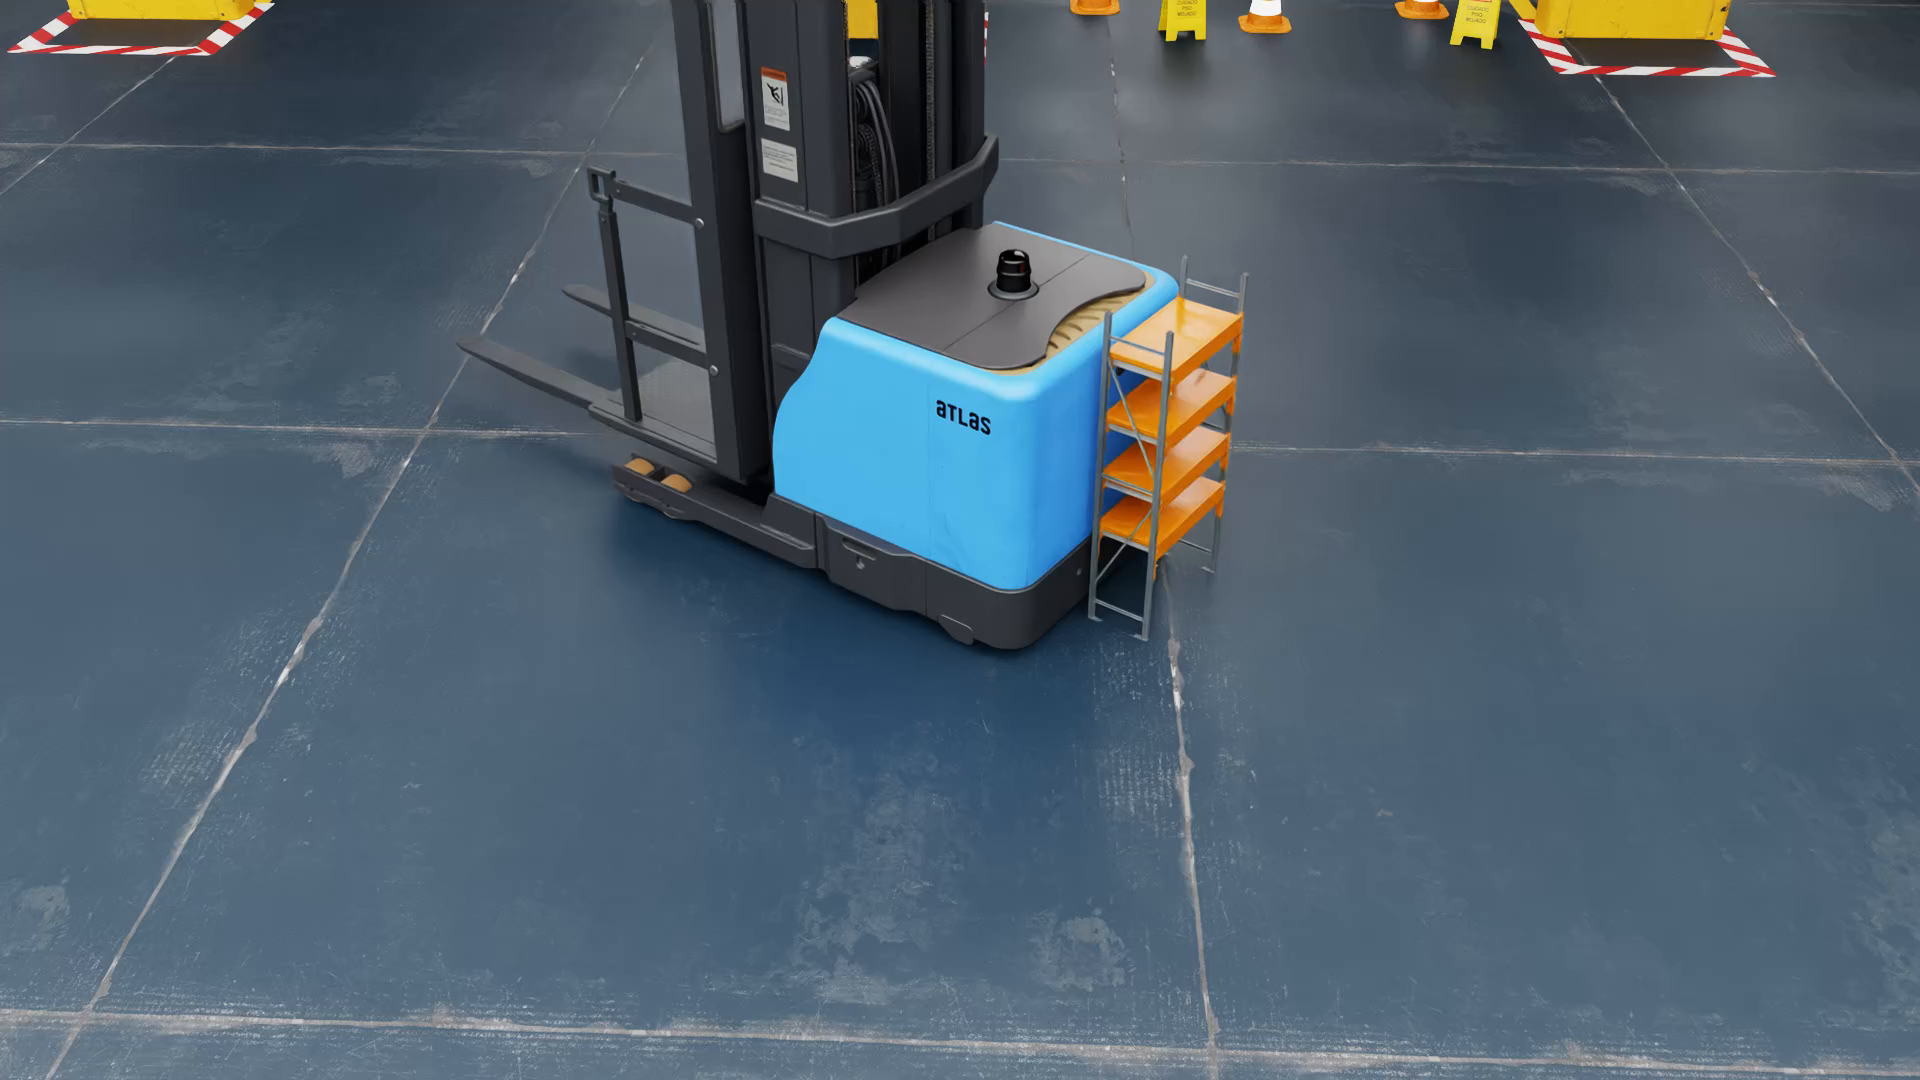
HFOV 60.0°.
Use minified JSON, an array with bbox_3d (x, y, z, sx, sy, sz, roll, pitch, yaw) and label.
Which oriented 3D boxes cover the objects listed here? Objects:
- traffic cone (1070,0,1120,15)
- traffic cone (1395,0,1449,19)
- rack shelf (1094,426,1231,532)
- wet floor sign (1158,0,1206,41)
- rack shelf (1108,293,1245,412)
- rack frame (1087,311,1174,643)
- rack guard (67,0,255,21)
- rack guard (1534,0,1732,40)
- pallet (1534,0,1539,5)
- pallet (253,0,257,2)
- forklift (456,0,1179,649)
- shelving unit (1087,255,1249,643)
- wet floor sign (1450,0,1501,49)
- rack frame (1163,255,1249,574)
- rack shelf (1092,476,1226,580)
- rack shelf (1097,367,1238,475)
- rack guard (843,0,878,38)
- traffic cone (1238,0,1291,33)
[{"bbox_3d":[0.930,-3.869,11.353,0.336,0.463,0.334,1,35,2],"label":"traffic cone"},{"bbox_3d":[3.169,-3.818,11.280,0.336,0.463,0.334,1,35,2],"label":"traffic cone"},{"bbox_3d":[0.693,-0.239,5.664,0.258,0.148,0.480,22,41,28],"label":"rack shelf"},{"bbox_3d":[1.467,-3.609,10.825,0.267,0.644,0.232,-4,35,-6],"label":"wet floor sign"},{"bbox_3d":[0.693,-0.616,5.399,0.258,0.148,0.480,22,41,28],"label":"rack shelf"},{"bbox_3d":[0.551,-0.180,5.463,0.240,1.200,0.015,22,41,28],"label":"rack frame"},{"bbox_3d":[-5.459,-3.829,11.263,1.175,0.500,0.348,1,35,2],"label":"rack guard"},{"bbox_3d":[4.443,-3.600,10.937,1.175,0.500,0.348,1,35,2],"label":"rack guard"},{"bbox_3d":[4.511,-3.947,11.683,1.003,0.211,1.213,1,35,2],"label":"pallet"},{"bbox_3d":[-5.391,-4.176,12.009,1.003,0.211,1.213,1,35,2],"label":"pallet"},{"bbox_3d":[-0.725,-1.503,5.839,3.031,2.935,1.130,23,41,29],"label":"forklift"},{"bbox_3d":[0.693,-0.294,5.625,0.258,1.200,0.503,22,41,28],"label":"shelving unit"},{"bbox_3d":[3.363,-3.531,10.713,0.267,0.644,0.232,13,37,18],"label":"wet floor sign"},{"bbox_3d":[0.835,-0.408,5.788,0.240,1.200,0.015,22,41,28],"label":"rack frame"},{"bbox_3d":[0.693,-0.077,5.778,0.258,0.148,0.480,22,41,28],"label":"rack shelf"},{"bbox_3d":[0.693,-0.422,5.535,0.258,0.148,0.480,22,41,28],"label":"rack shelf"},{"bbox_3d":[-0.511,-3.599,10.936,1.175,0.500,0.348,1,35,2],"label":"rack guard"},{"bbox_3d":[2.046,-3.648,11.038,0.336,0.463,0.334,1,35,2],"label":"traffic cone"}]
